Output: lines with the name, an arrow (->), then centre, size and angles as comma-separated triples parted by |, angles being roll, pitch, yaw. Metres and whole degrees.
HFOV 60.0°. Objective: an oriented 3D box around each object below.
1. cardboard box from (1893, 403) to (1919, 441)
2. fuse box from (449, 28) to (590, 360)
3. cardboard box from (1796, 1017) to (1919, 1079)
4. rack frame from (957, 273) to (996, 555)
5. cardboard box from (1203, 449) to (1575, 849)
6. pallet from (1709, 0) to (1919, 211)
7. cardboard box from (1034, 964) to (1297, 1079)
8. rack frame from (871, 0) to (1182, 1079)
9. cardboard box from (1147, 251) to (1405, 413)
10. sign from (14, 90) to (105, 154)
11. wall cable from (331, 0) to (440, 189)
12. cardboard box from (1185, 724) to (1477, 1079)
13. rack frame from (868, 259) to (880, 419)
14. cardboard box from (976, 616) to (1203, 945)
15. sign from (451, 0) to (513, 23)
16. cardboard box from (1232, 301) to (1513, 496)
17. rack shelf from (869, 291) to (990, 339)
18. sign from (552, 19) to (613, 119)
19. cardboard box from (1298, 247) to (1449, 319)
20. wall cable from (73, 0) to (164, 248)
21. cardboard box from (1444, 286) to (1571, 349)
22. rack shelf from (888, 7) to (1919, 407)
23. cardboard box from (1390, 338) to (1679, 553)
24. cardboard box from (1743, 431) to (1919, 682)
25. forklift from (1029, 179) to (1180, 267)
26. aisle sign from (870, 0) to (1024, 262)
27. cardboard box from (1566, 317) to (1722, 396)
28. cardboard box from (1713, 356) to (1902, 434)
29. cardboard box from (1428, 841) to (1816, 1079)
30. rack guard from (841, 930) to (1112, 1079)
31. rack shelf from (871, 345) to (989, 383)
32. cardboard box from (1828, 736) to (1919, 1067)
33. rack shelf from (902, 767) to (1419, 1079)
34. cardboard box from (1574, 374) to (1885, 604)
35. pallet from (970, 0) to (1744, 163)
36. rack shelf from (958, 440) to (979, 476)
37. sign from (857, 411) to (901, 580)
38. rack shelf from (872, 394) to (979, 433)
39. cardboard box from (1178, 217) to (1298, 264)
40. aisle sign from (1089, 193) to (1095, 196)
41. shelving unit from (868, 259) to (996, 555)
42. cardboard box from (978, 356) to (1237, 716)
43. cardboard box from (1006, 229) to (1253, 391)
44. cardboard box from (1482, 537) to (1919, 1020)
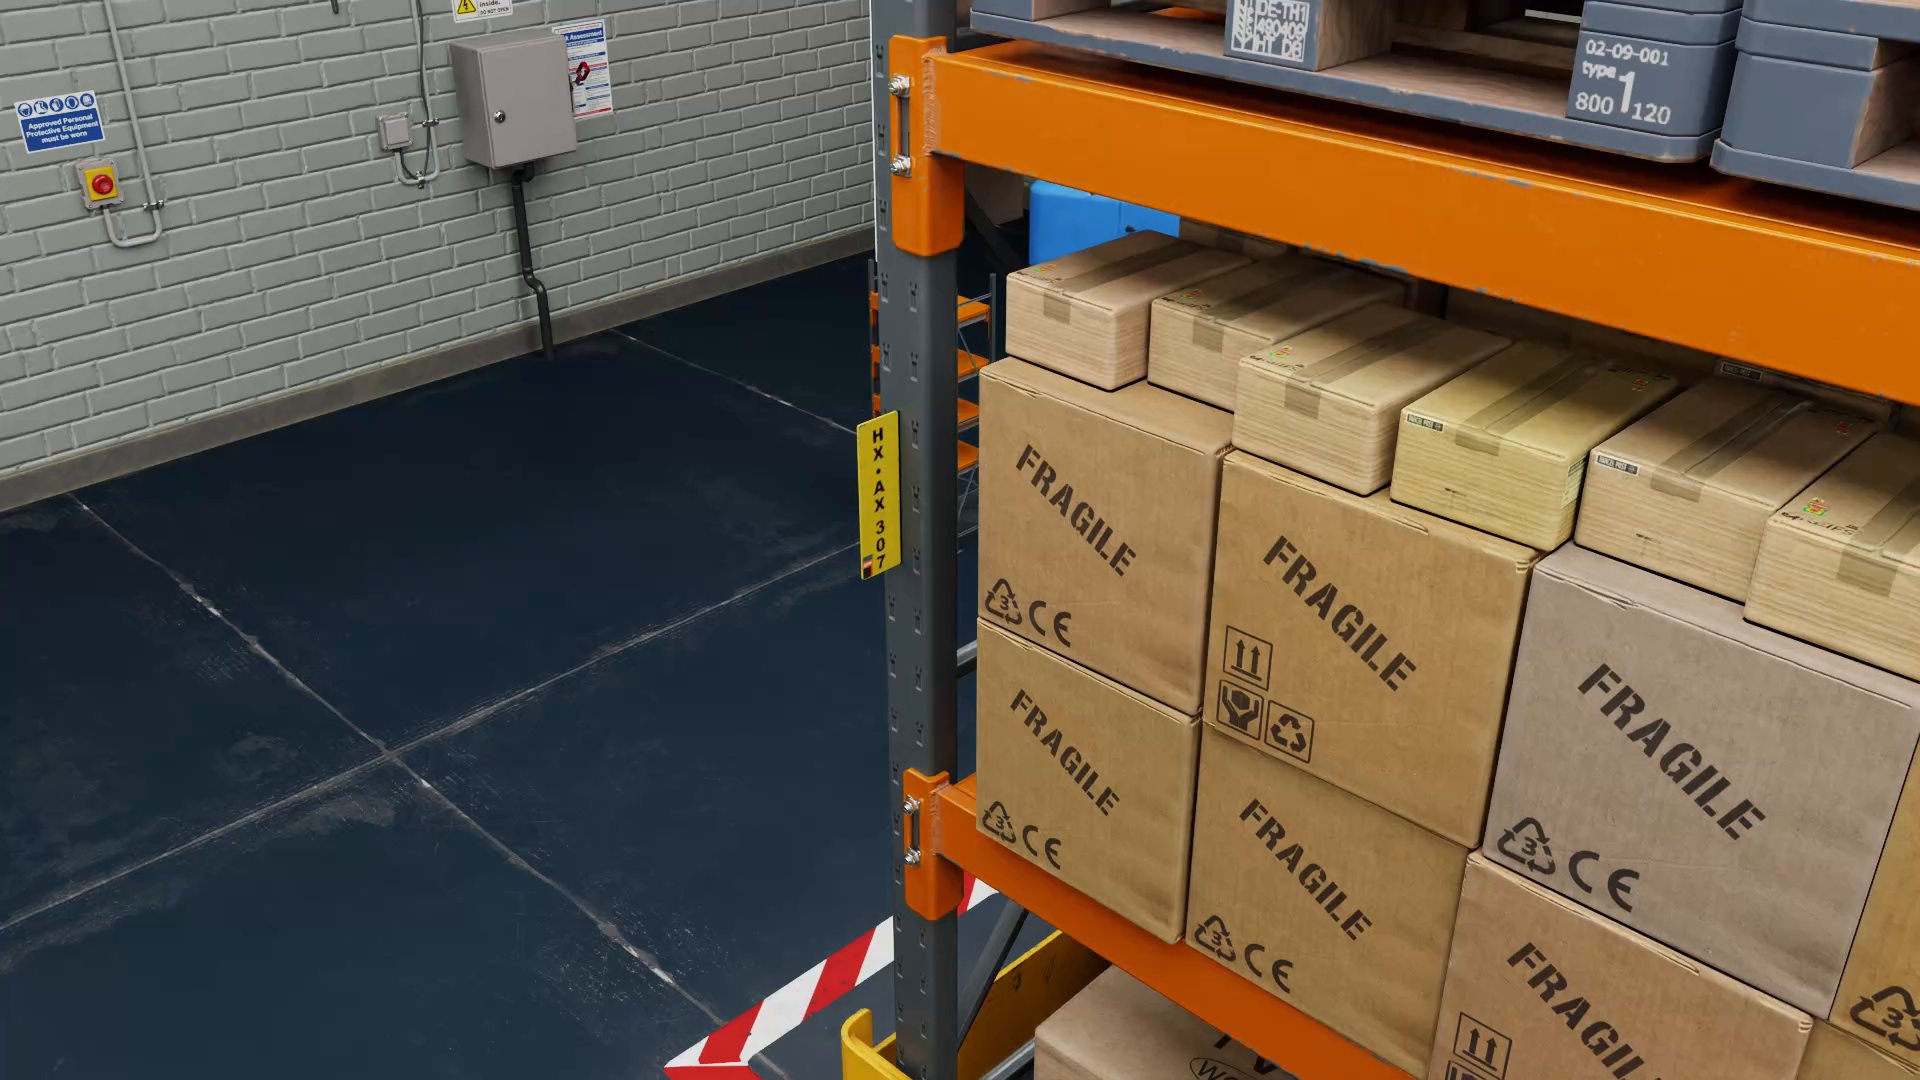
cardboard box -> 1.584, -0.172, 2.475 | 0.380, 0.149, 0.250 | -24, 36, -38
fuse box -> -2.221, -1.758, 8.755 | 0.414, 1.711, 0.539 | 25, 36, 38
cardboard box -> 1.480, 0.847, 2.310 | 0.500, 0.500, 0.500 | -24, 36, -38
rack frame -> 0.056, -0.505, 6.922 | 0.015, 1.200, 0.240 | 25, 36, 38
cardboard box -> 0.756, 0.084, 2.686 | 0.500, 0.500, 0.500 | 23, 36, 37
pallet -> 1.650, -0.498, 1.847 | 1.213, 0.211, 1.003 | 25, 36, 38
cardboard box -> 0.781, 1.284, 3.888 | 0.875, 0.438, 0.875 | 23, 36, 37
rack frame -> 0.240, 0.153, 3.736 | 0.127, 3.000, 1.000 | 25, 36, 38
cardboard box -> 0.536, -0.351, 2.816 | 0.380, 0.149, 0.250 | -24, 36, -38
sign -> -3.875, -1.802, 7.164 | 0.001, 0.218, 0.327 | 25, 36, 38
wall cable -> -2.811, -2.603, 7.886 | 0.122, 1.984, 0.588 | 25, 36, 38
cardboard box -> 0.761, 0.517, 2.937 | 0.500, 0.500, 0.500 | 24, 36, 38
rack frame -> -0.292, -0.665, 7.225 | 0.015, 1.200, 0.240 | 25, 36, 38
cardboard box -> 0.381, 0.361, 3.233 | 0.500, 0.500, 0.500 | 24, 36, 38
sign -> -2.407, -2.743, 8.356 | 0.001, 0.242, 0.339 | 25, 36, 38
cardboard box -> 0.641, -0.228, 2.582 | 0.380, 0.149, 0.250 | -24, 36, -38
rack shelf -> -0.118, -0.933, 6.891 | 0.480, 0.148, 0.258 | 25, 36, 38
sign -> -2.022, -2.518, 8.917 | 0.001, 0.494, 0.329 | 25, 36, 38
cardboard box -> 0.834, -0.495, 3.090 | 0.380, 0.149, 0.250 | -25, 36, -38
wall cable -> -3.797, -2.142, 6.976 | 0.123, 1.953, 0.585 | 25, 36, 38
cardboard box -> 1.077, -0.439, 2.983 | 0.250, 0.149, 0.380 | 24, 36, 38
rack shelf -> 1.666, -0.203, 1.964 | 4.000, 0.370, 1.077 | 25, 36, 38
cardboard box -> 0.841, -0.148, 2.430 | 0.250, 0.149, 0.380 | 23, 36, 37
cardboard box -> 1.214, 0.015, 2.119 | 0.380, 0.149, 0.250 | -25, 37, -39
forklift -> 1.404, -2.679, 9.196 | 1.130, 2.935, 3.031 | 12, 30, 21
aisle sign -> -0.015, -0.925, 2.992 | 0.004, 0.787, 0.394 | 25, 36, 38
cardboard box -> 1.228, -0.343, 2.801 | 0.380, 0.149, 0.250 | -24, 36, -38
cardboard box -> 1.365, -0.234, 2.594 | 0.250, 0.149, 0.380 | 24, 36, 38
cardboard box -> 1.111, 0.689, 2.610 | 0.500, 0.500, 0.500 | 24, 36, 38
rack guard -> 0.223, 1.252, 4.332 | 0.348, 0.500, 1.175 | 25, 36, 38
rack shelf -> -0.118, -0.724, 7.001 | 0.480, 0.148, 0.258 | 25, 36, 38
cardboard box -> 1.485, 0.412, 2.062 | 0.500, 0.500, 0.500 | 25, 37, 39
rack shelf -> 1.666, 1.124, 2.662 | 4.000, 0.370, 1.077 | 25, 36, 38
cardboard box -> 1.065, -0.080, 2.301 | 0.380, 0.149, 0.250 | -25, 37, -39
pallet -> 0.776, -0.897, 2.604 | 1.213, 0.211, 1.003 | 25, 36, 38
rack shelf -> -0.118, -0.350, 7.197 | 0.480, 0.148, 0.258 | 25, 36, 38
sign -> -0.154, -0.083, 3.169 | 0.005, 0.325, 0.100 | 25, 36, 38
rack shelf -> -0.118, -0.526, 7.105 | 0.480, 0.148, 0.258 | 25, 36, 38
cardboard box -> 0.636, -0.570, 3.232 | 0.380, 0.149, 0.250 | -25, 36, -39
aisle sign -> 0.406, -1.124, 3.371 | 0.004, 0.787, 0.394 | 25, 36, 38
shelving unit -> -0.118, -0.585, 7.073 | 0.503, 1.200, 0.258 | 25, 36, 38
cardboard box -> 0.382, -0.082, 3.002 | 0.500, 0.500, 0.500 | 24, 36, 37
cardboard box -> 0.299, -0.413, 2.934 | 0.380, 0.149, 0.250 | -24, 36, -38
cardboard box -> 1.128, 0.249, 2.371 | 0.500, 0.500, 0.500 | 24, 36, 38
